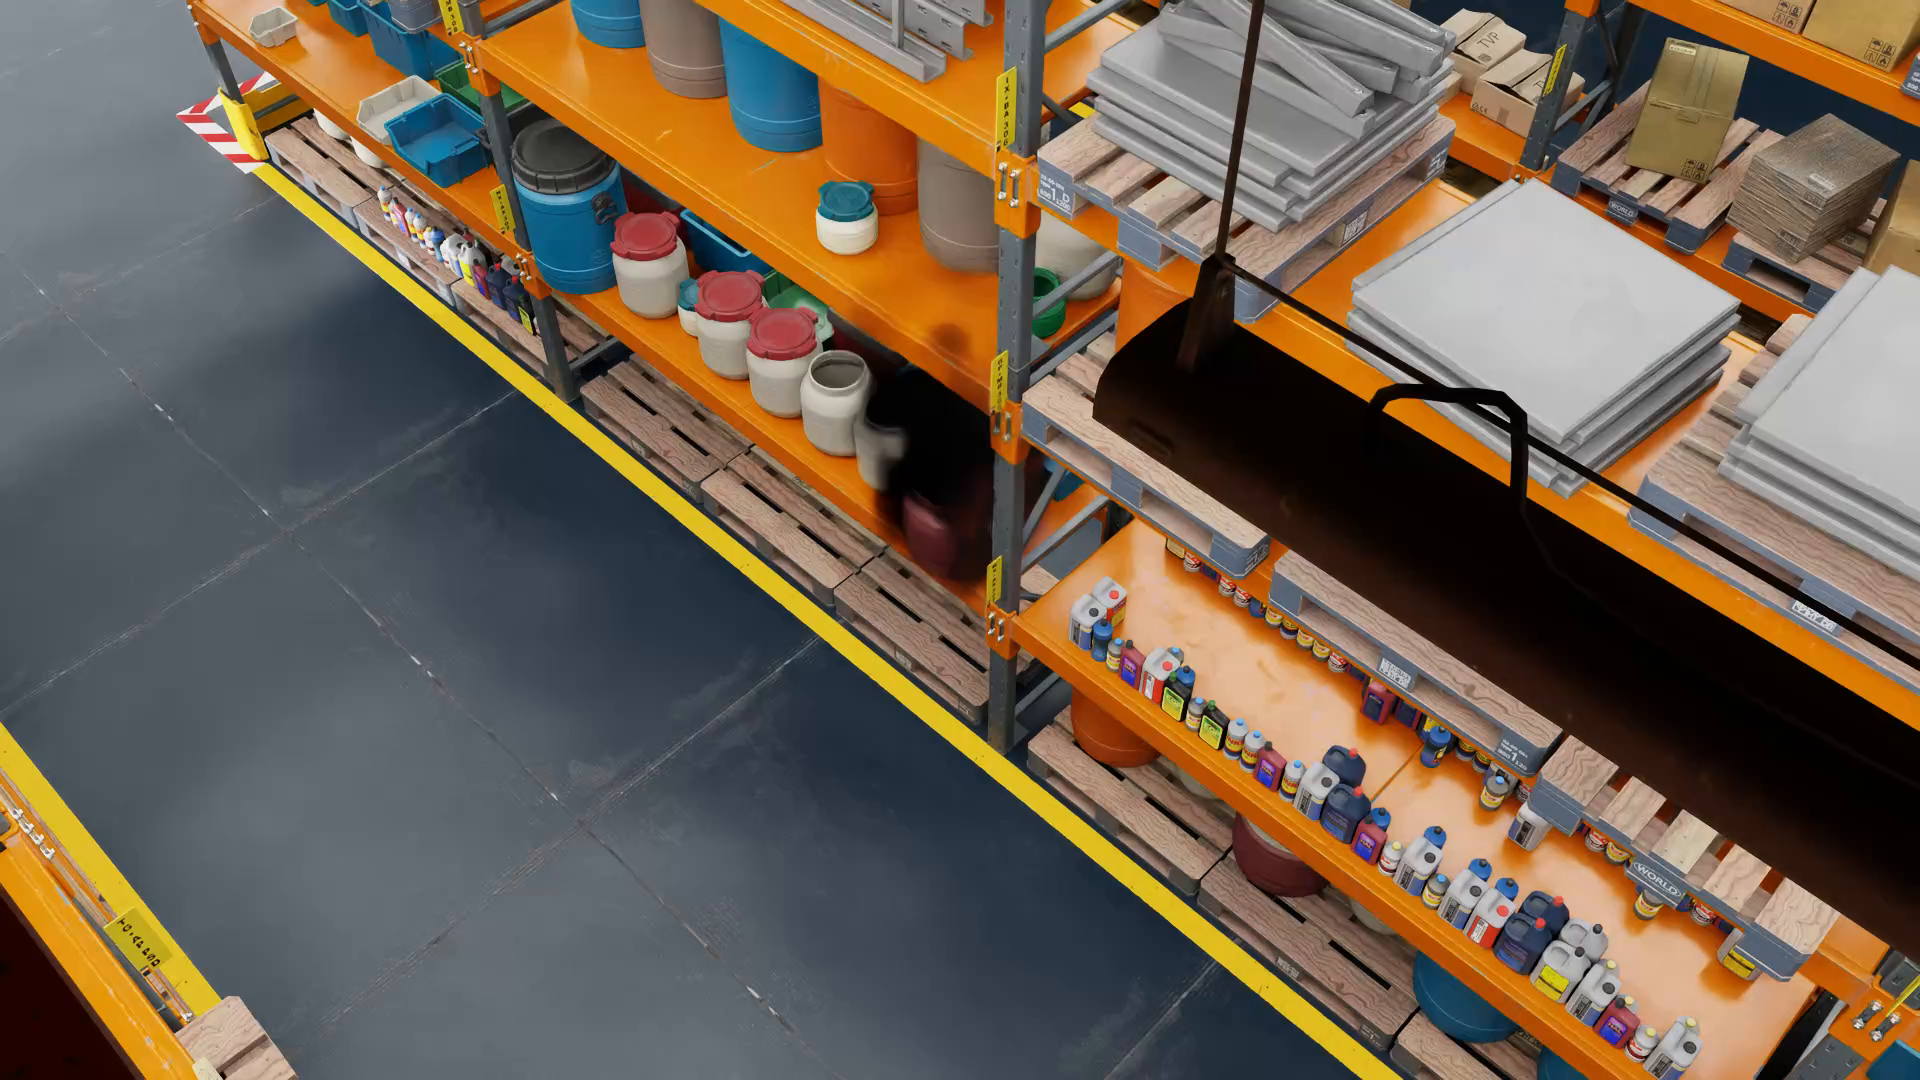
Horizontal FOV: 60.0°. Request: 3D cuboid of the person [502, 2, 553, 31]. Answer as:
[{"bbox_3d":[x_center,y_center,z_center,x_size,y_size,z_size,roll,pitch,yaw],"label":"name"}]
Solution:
[{"bbox_3d":[-3.329,-4.115,12.754,0.930,1.701,0.665,31,57,24],"label":"person"}]
